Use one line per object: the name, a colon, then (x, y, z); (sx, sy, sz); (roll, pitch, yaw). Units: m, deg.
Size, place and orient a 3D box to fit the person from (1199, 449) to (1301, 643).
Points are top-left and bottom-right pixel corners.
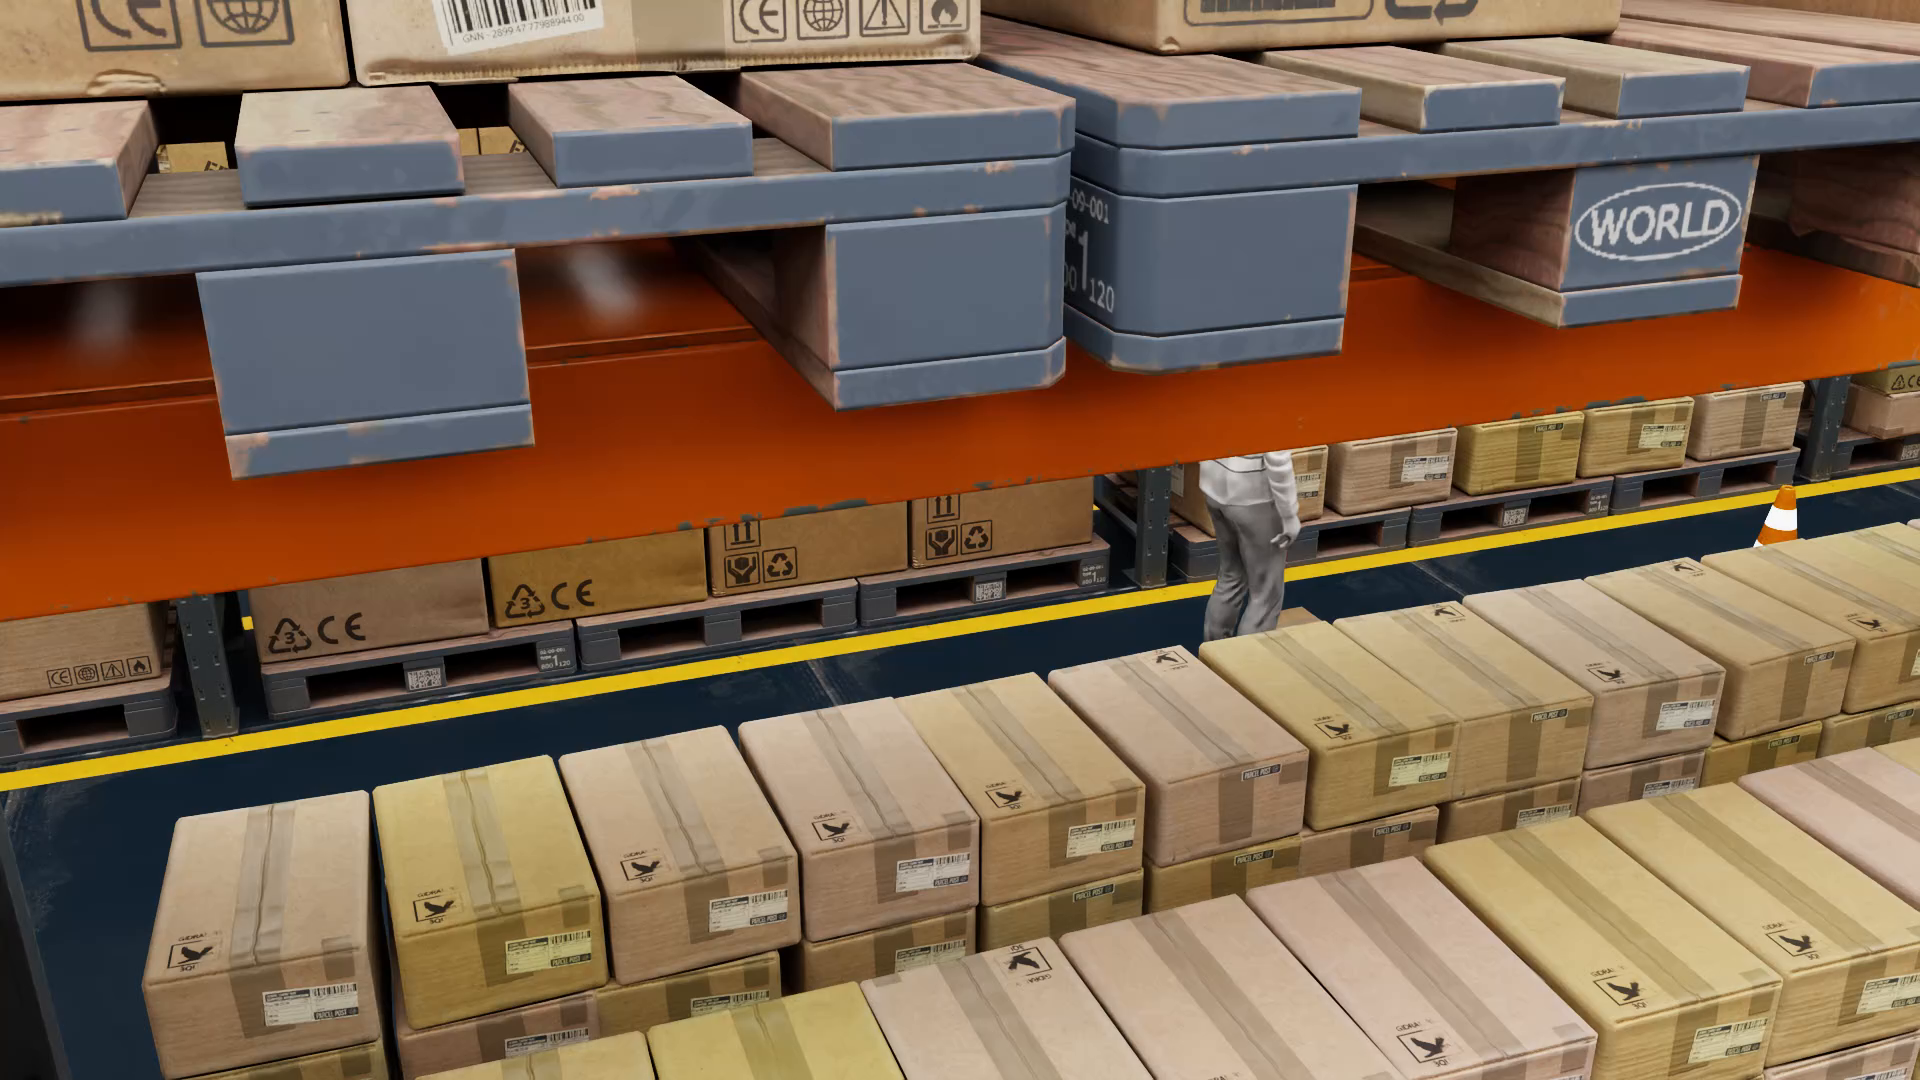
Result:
person: (1.139, -0.163, 6.479); (0.379, 1.663, 0.536); (-9, 24, -20)
